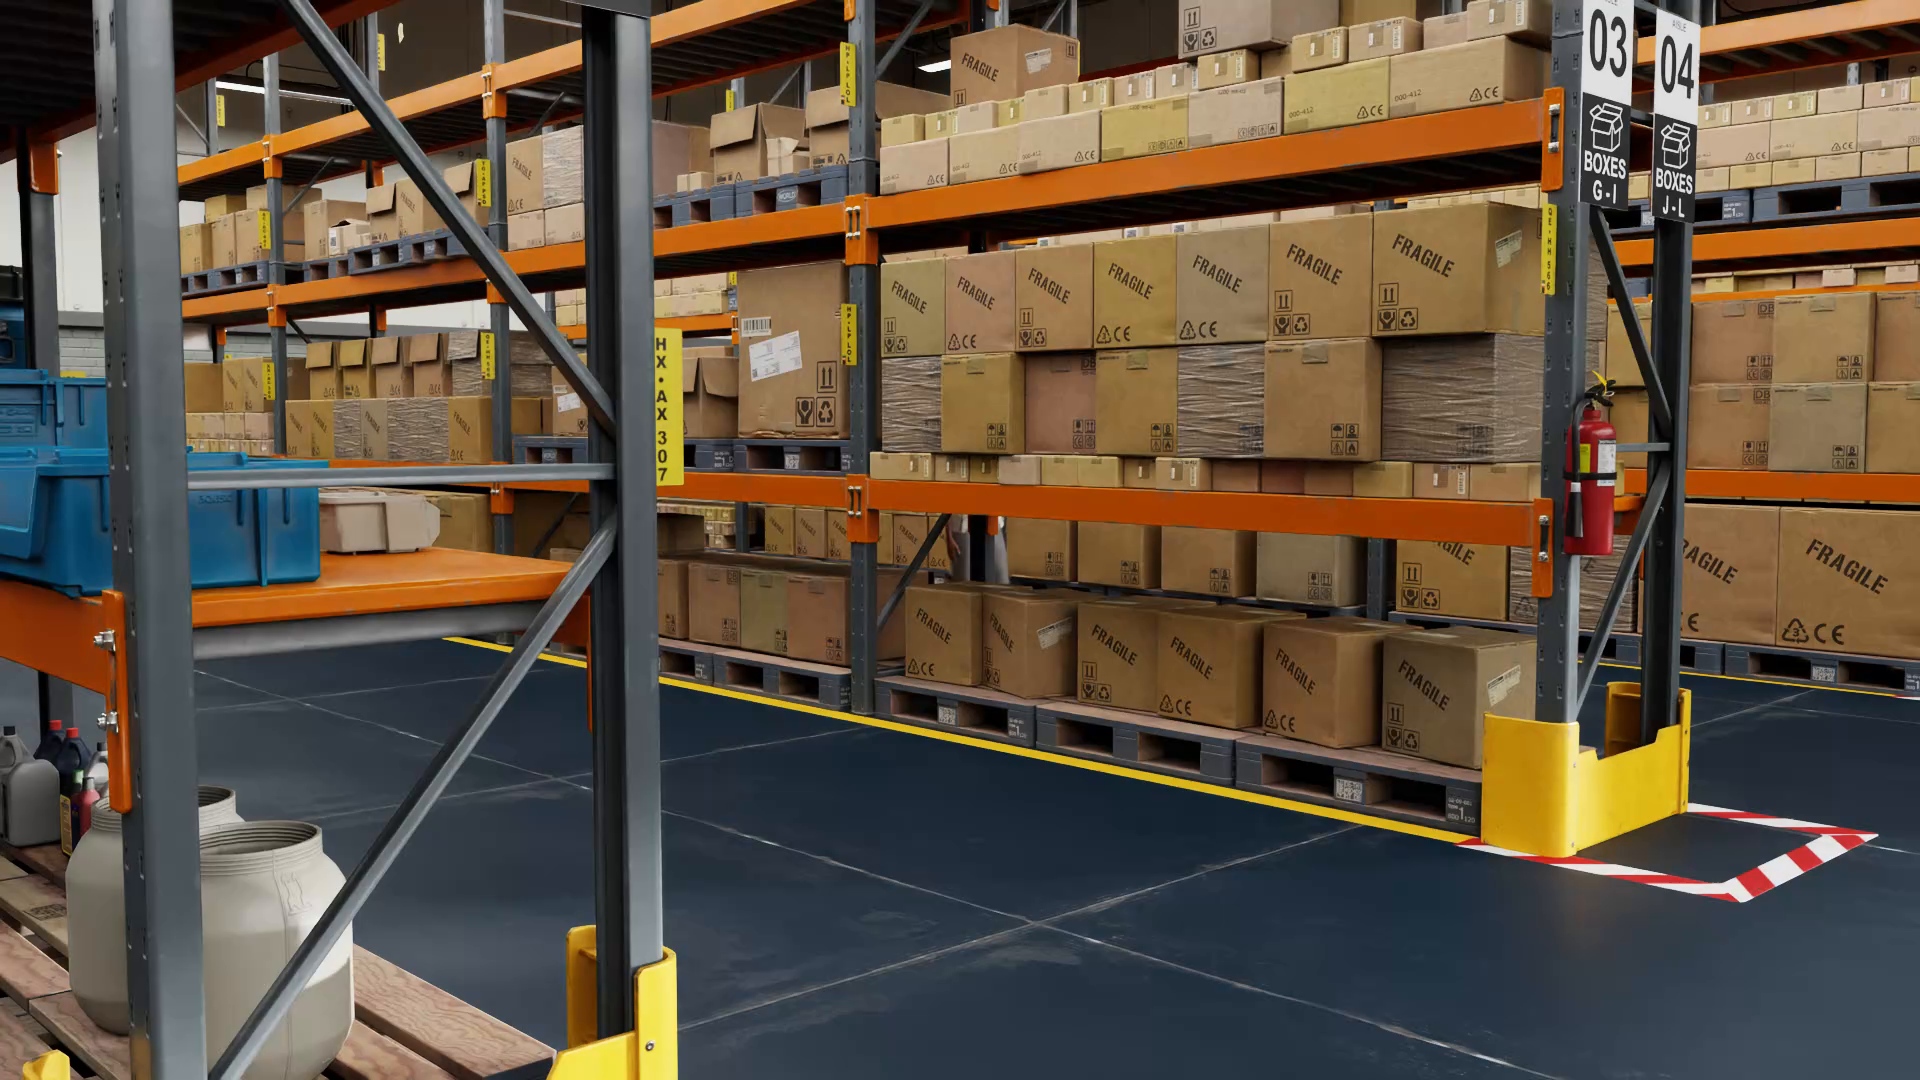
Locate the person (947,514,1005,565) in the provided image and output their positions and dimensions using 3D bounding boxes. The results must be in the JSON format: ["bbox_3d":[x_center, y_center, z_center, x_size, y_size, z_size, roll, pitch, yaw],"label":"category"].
[{"bbox_3d":[0.136,-0.015,11.086,0.460,1.678,0.597,-3,5,-36],"label":"person"}]
